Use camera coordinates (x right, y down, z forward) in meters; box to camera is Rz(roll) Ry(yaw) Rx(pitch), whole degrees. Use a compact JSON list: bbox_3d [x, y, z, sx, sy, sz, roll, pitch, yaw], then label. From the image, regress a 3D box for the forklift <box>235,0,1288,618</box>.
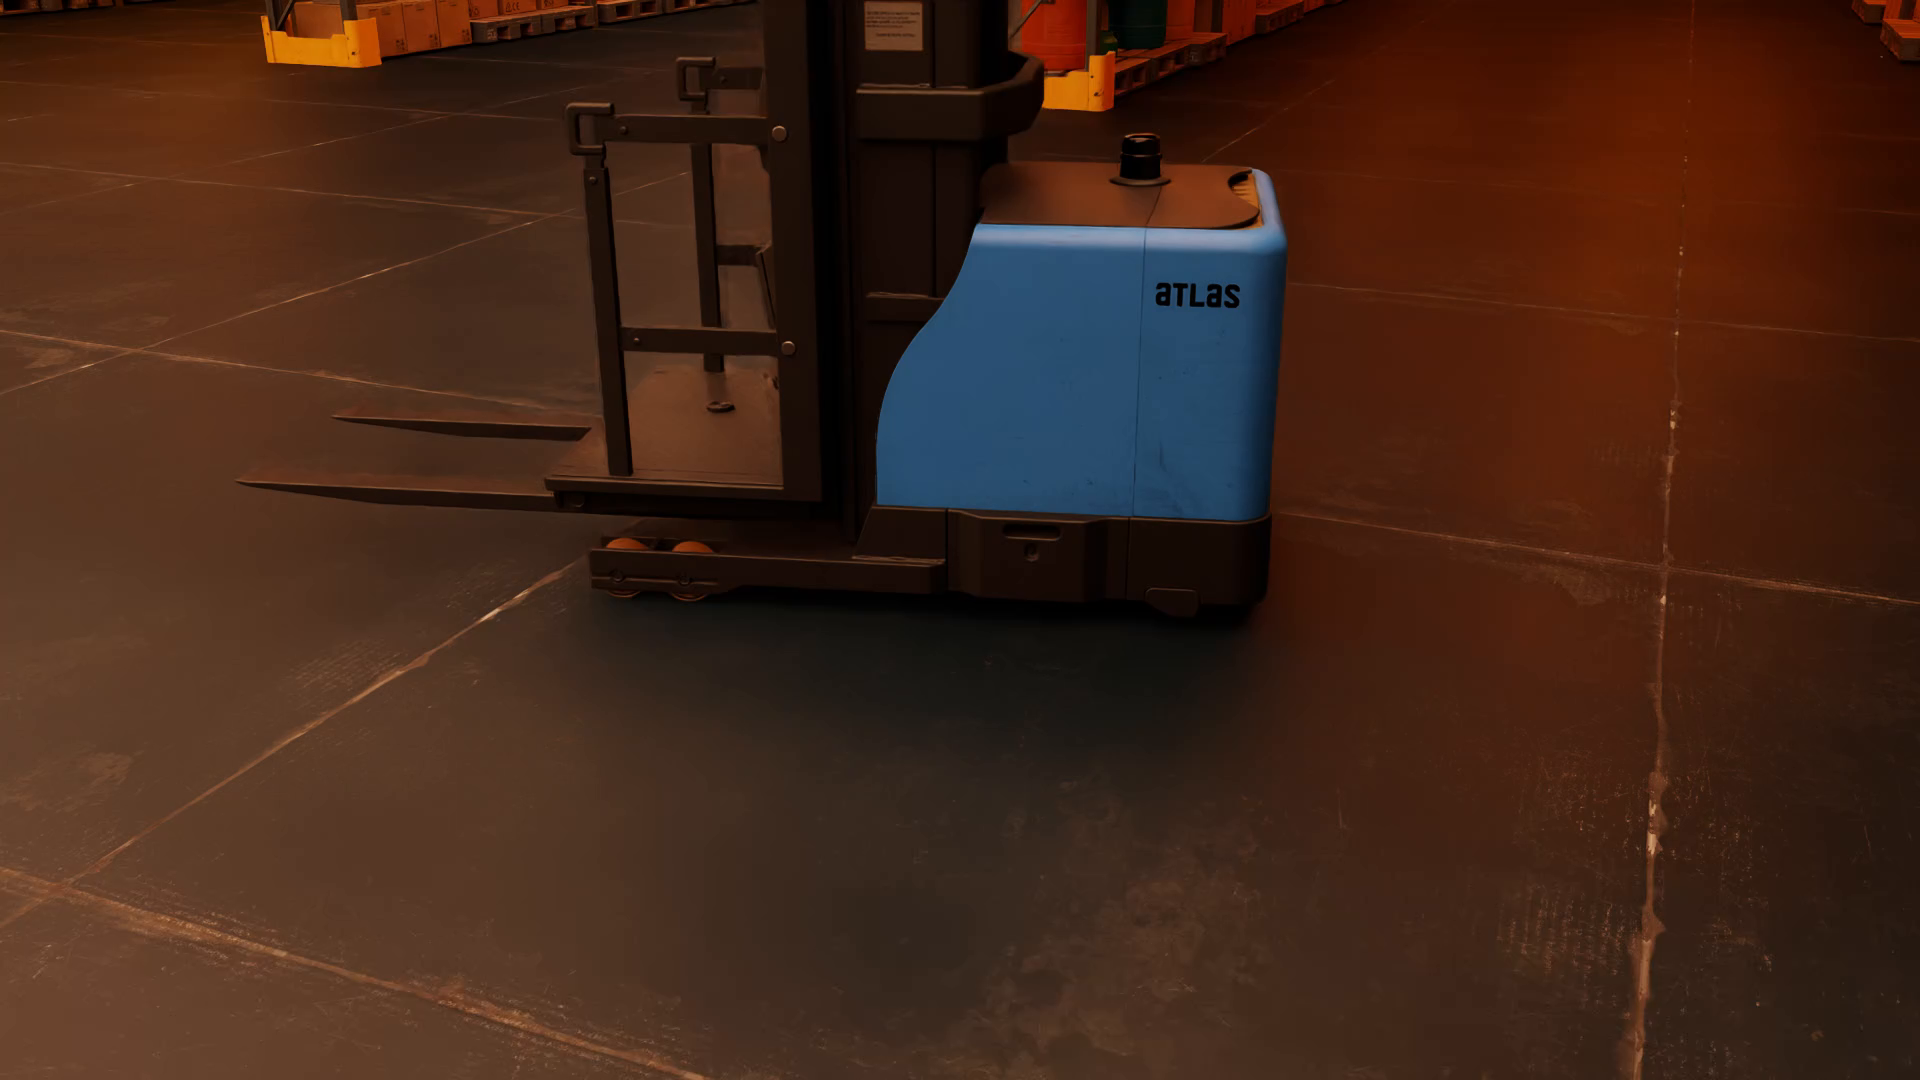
[{"bbox_3d":[-0.611,-1.377,4.587,3.031,2.935,1.130,3,23,7],"label":"forklift"}]
